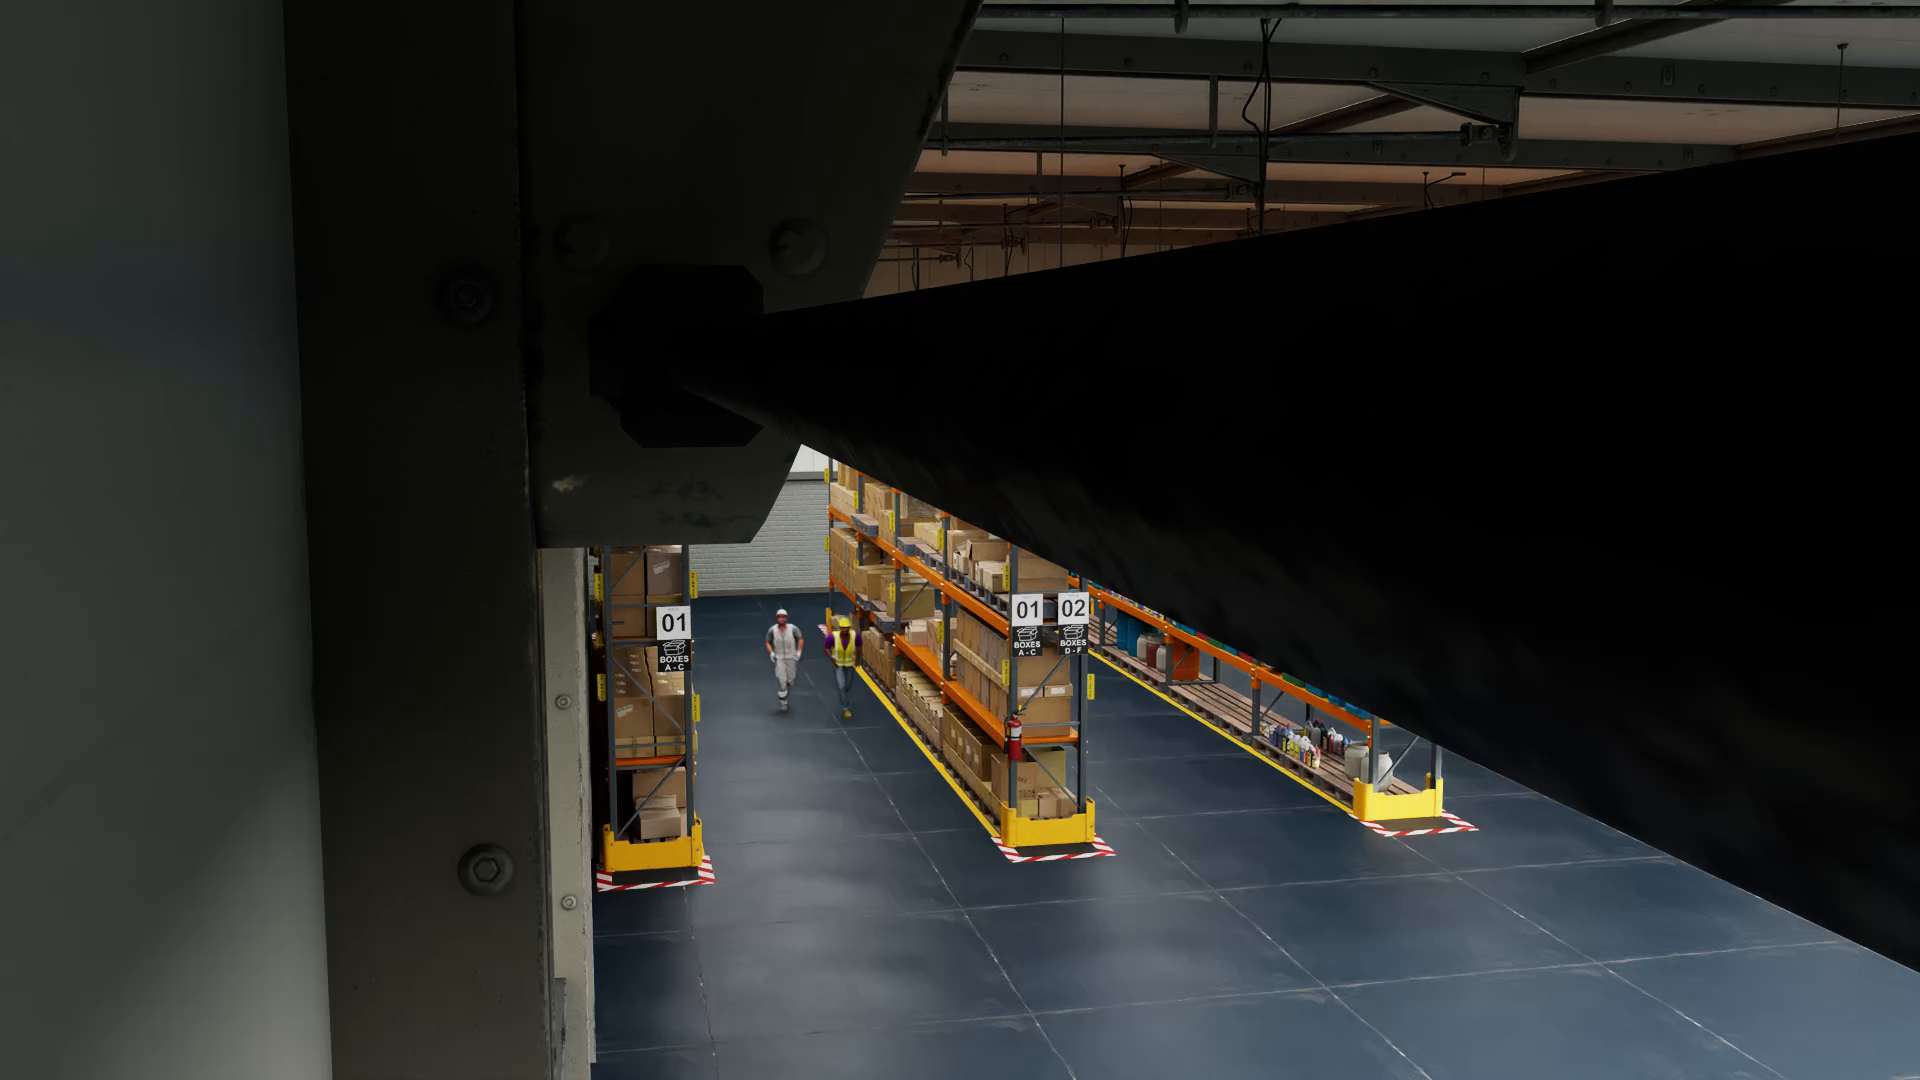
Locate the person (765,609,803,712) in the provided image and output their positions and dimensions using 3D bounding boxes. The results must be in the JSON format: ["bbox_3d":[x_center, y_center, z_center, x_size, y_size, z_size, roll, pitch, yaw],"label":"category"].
[{"bbox_3d":[-3.044,2.056,28.810,0.655,1.764,0.678,-1,7,-6],"label":"person"}]

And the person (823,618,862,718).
[{"bbox_3d":[-2.001,2.136,28.367,0.671,1.708,0.873,-1,7,-9],"label":"person"}]
